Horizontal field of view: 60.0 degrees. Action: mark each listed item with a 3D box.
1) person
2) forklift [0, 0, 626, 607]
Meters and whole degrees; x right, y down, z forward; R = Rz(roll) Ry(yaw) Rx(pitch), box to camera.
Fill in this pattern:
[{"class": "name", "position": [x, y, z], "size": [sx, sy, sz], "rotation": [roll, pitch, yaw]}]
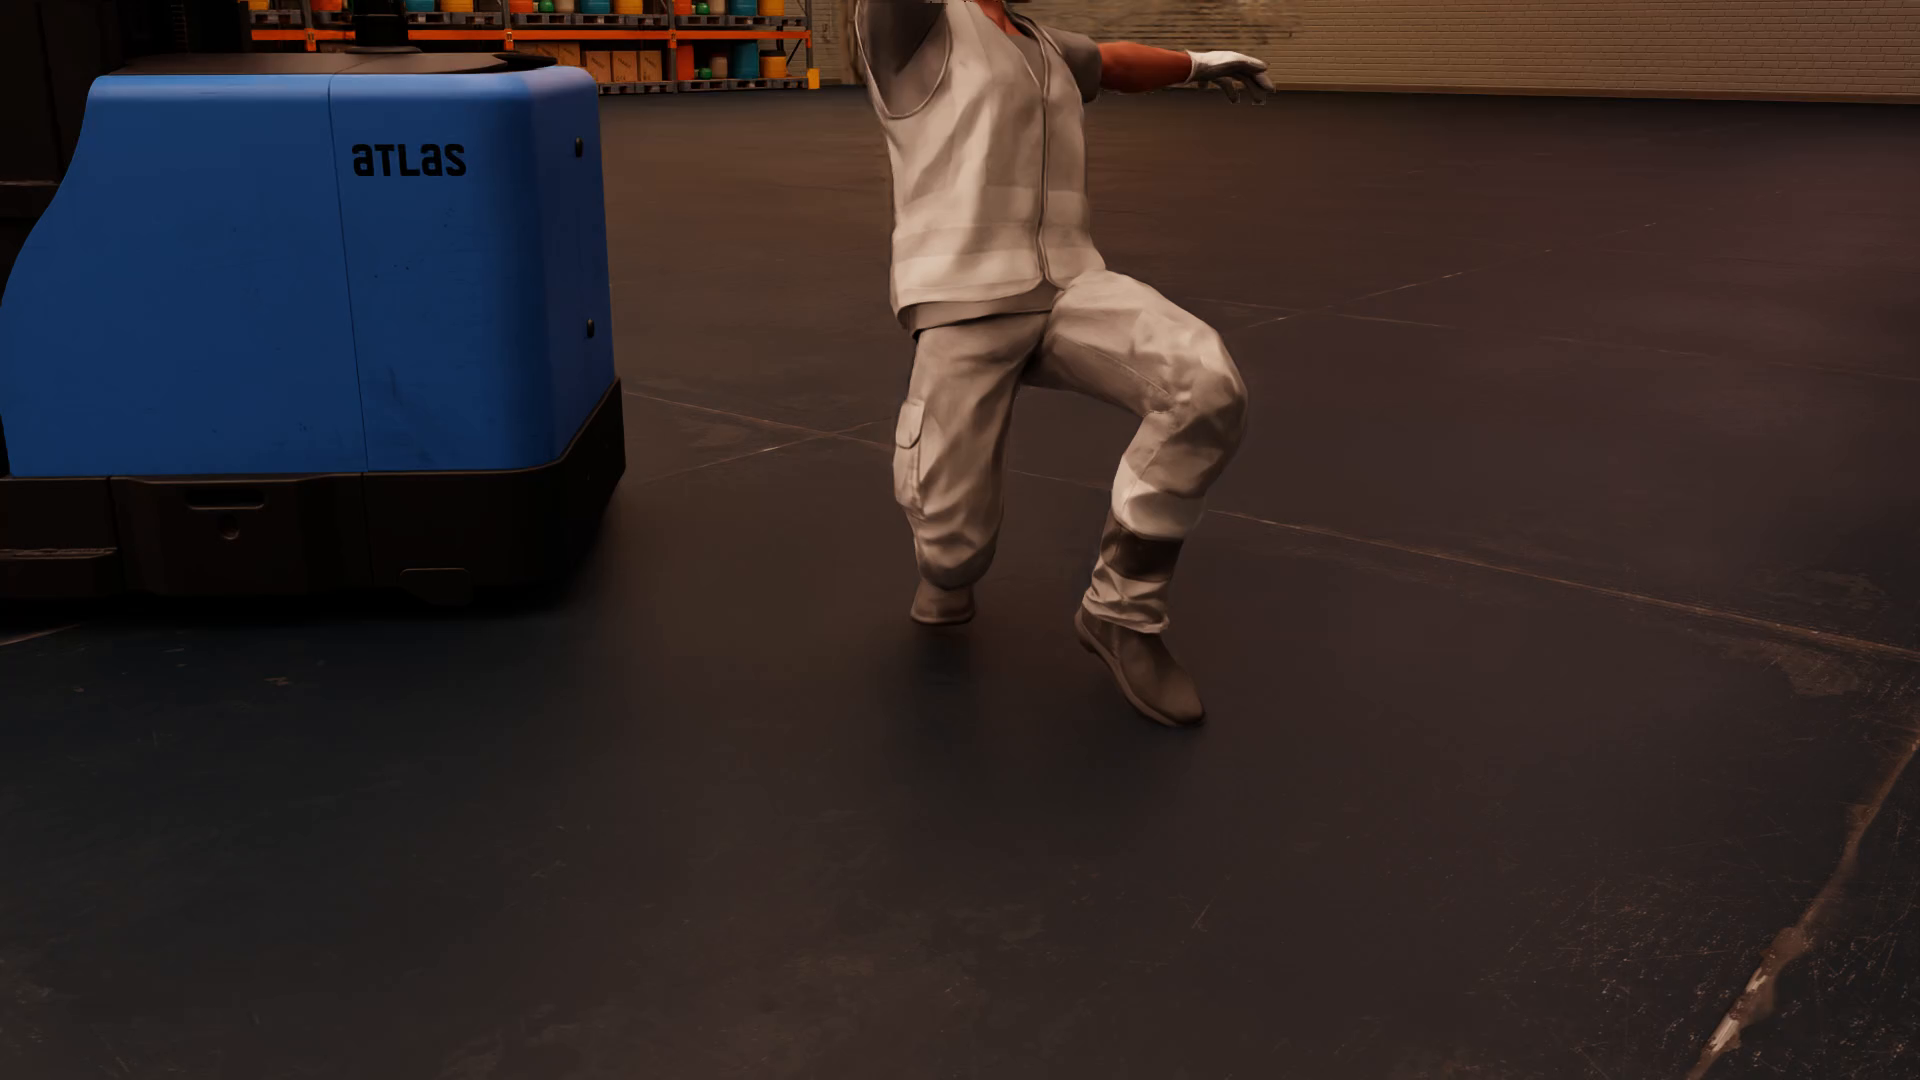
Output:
[{"class": "person", "position": [0.366, -0.521, 3.066], "size": [1.096, 1.533, 0.890], "rotation": [-10, 19, -29]}, {"class": "forklift", "position": [-2.352, -1.369, 3.404], "size": [3.031, 2.935, 1.130], "rotation": [-1, 17, -3]}]
